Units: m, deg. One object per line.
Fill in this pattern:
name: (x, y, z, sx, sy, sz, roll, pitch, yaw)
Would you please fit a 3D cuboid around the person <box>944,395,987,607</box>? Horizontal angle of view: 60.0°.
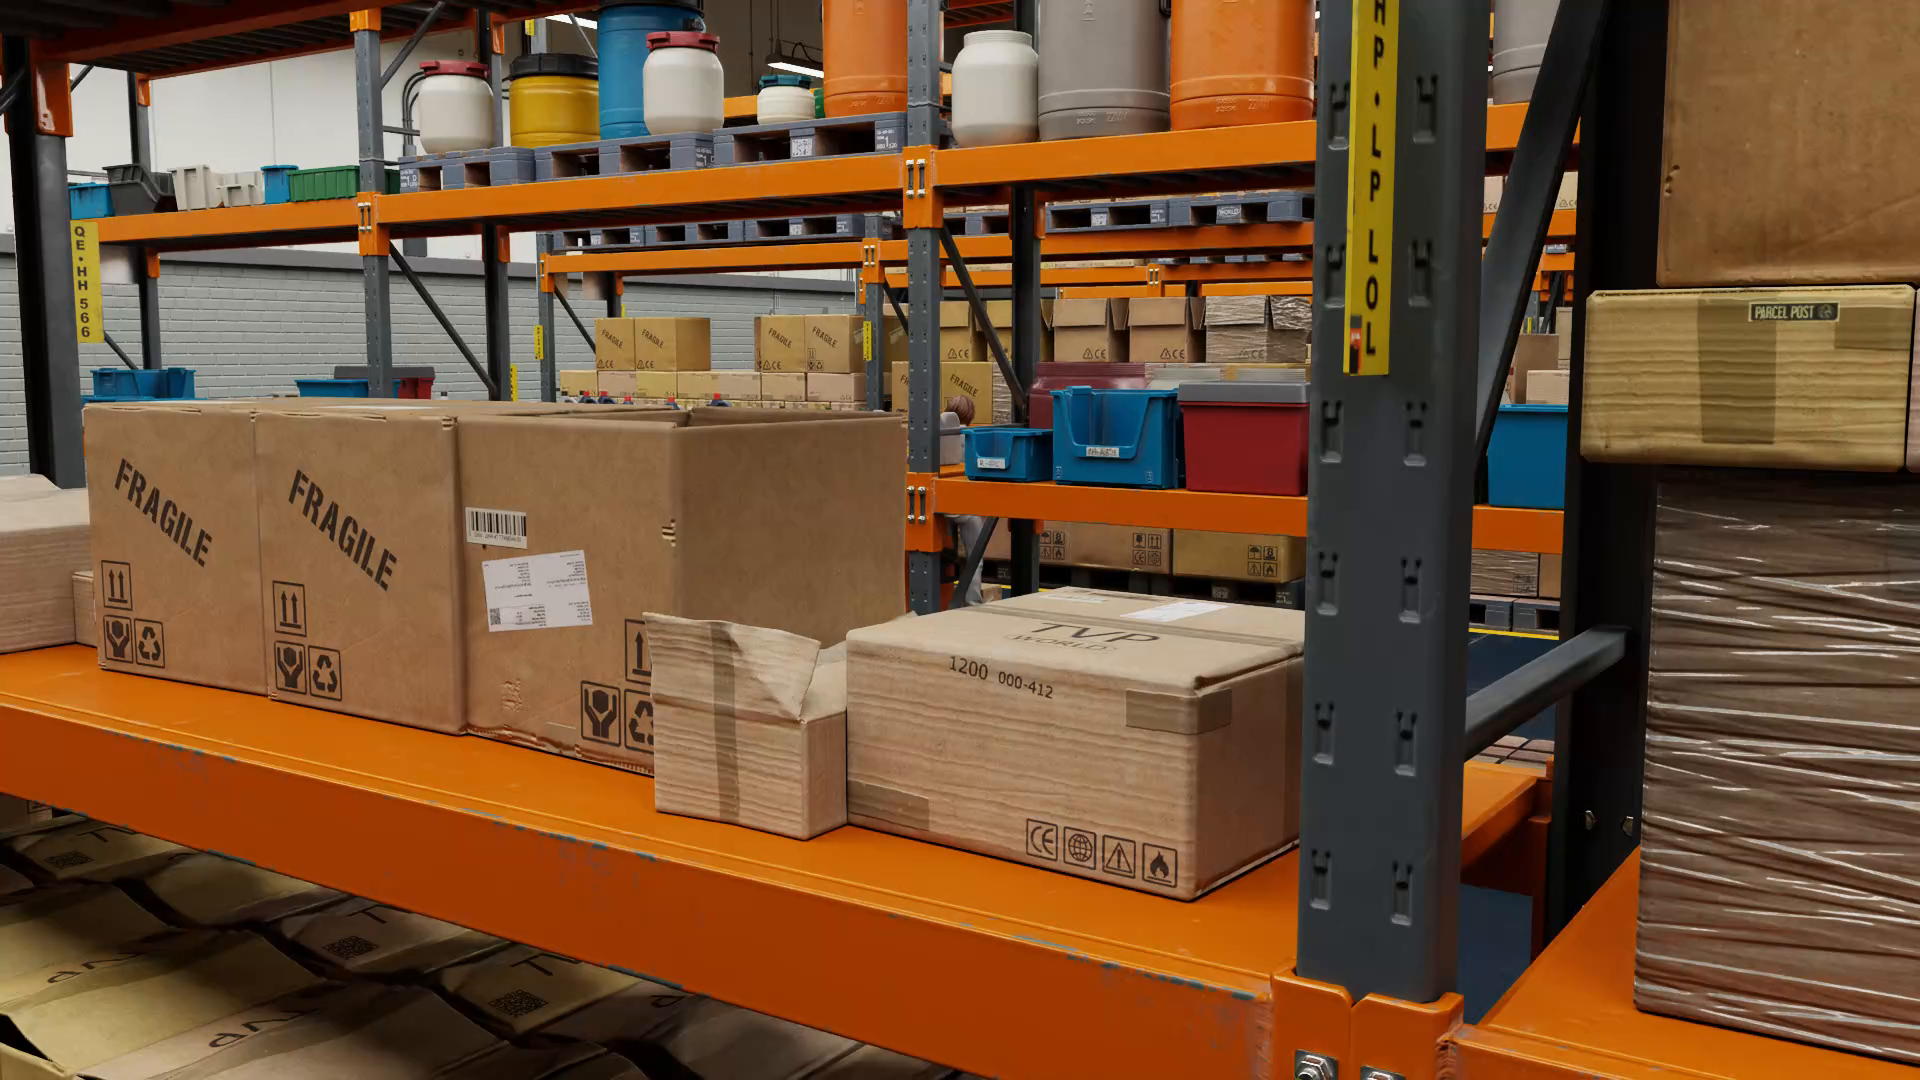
person: (-0.005, -0.198, 11.433, 0.479, 1.593, 0.345, 4, 8, 32)
